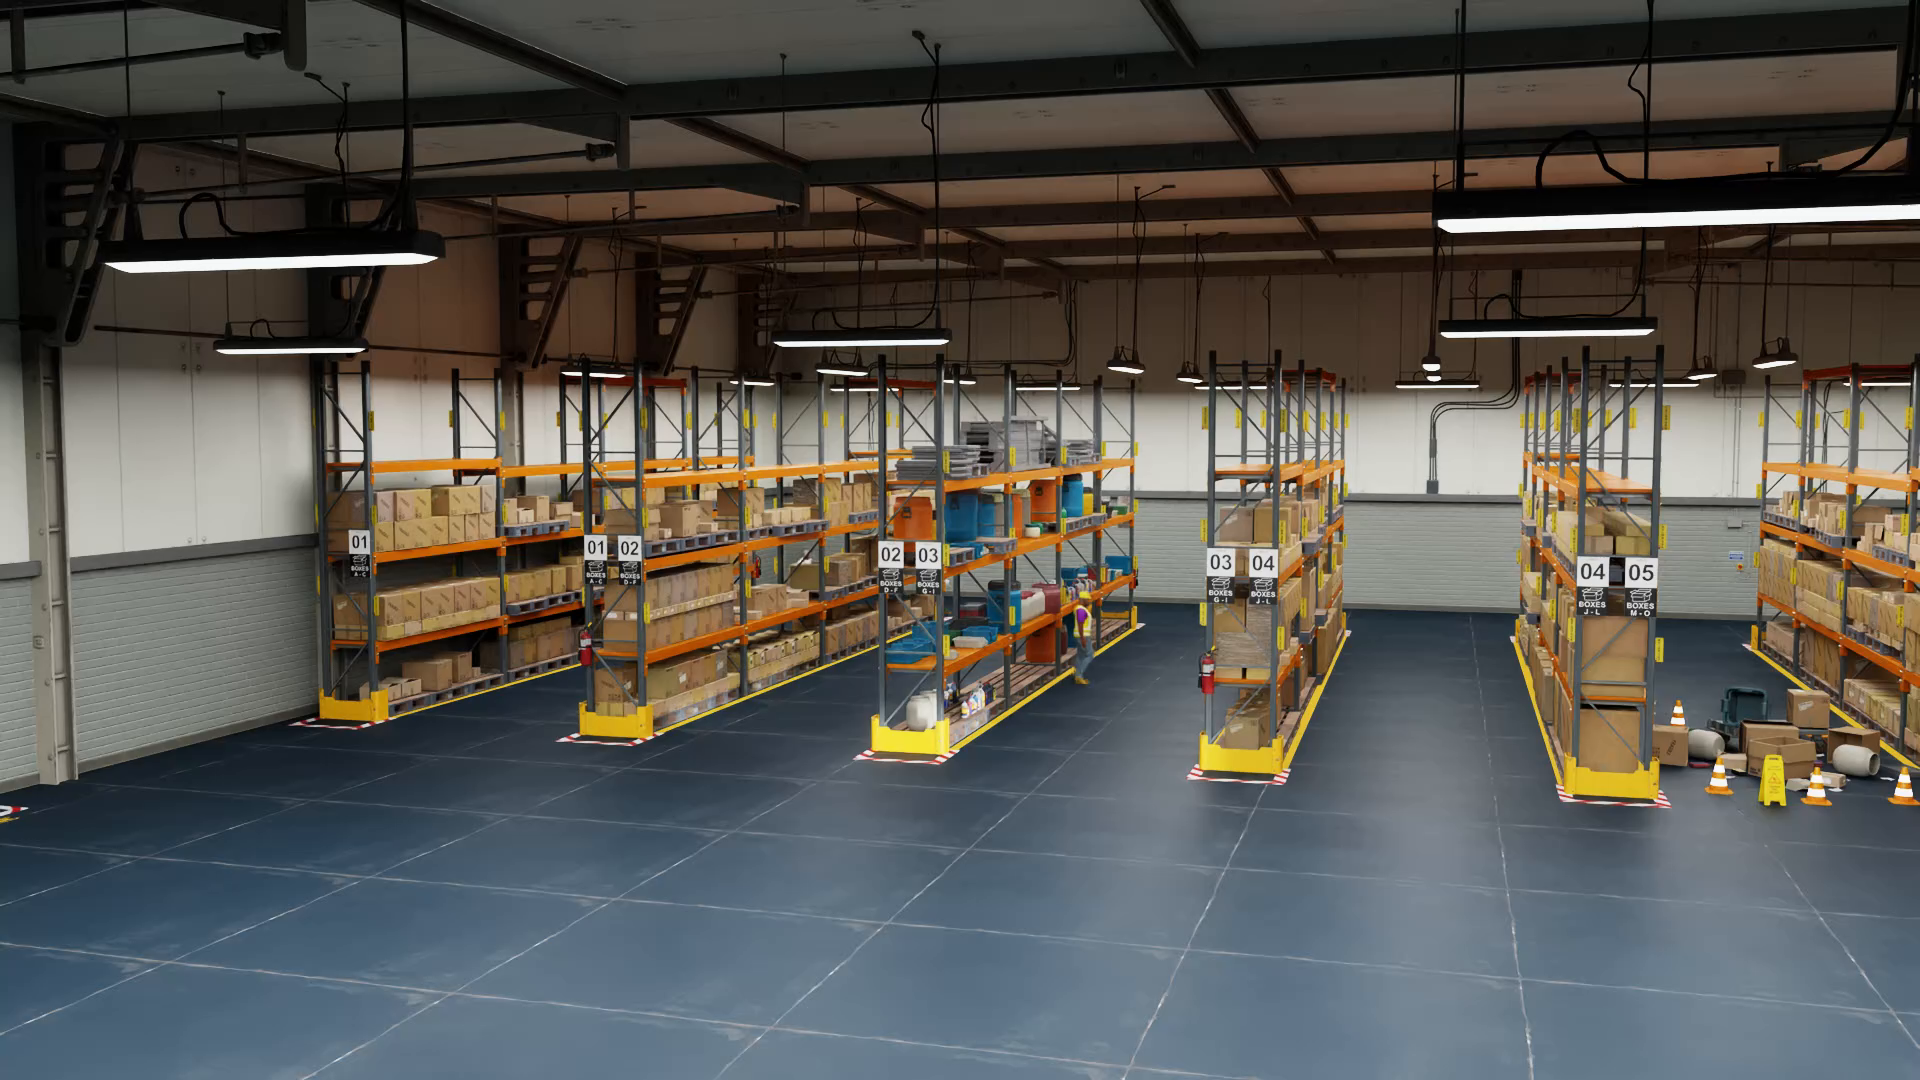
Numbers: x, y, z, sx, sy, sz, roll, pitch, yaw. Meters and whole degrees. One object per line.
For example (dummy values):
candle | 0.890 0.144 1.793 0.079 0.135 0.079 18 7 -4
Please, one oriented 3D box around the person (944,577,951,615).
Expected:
person | -0.552 1.056 43.153 1.105 1.738 0.517 4 5 41

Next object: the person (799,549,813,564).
person | -4.120 1.046 43.827 0.806 1.627 0.496 2 5 27

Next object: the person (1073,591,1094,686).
person | 2.356 1.861 31.722 0.397 1.780 0.648 0 4 0
